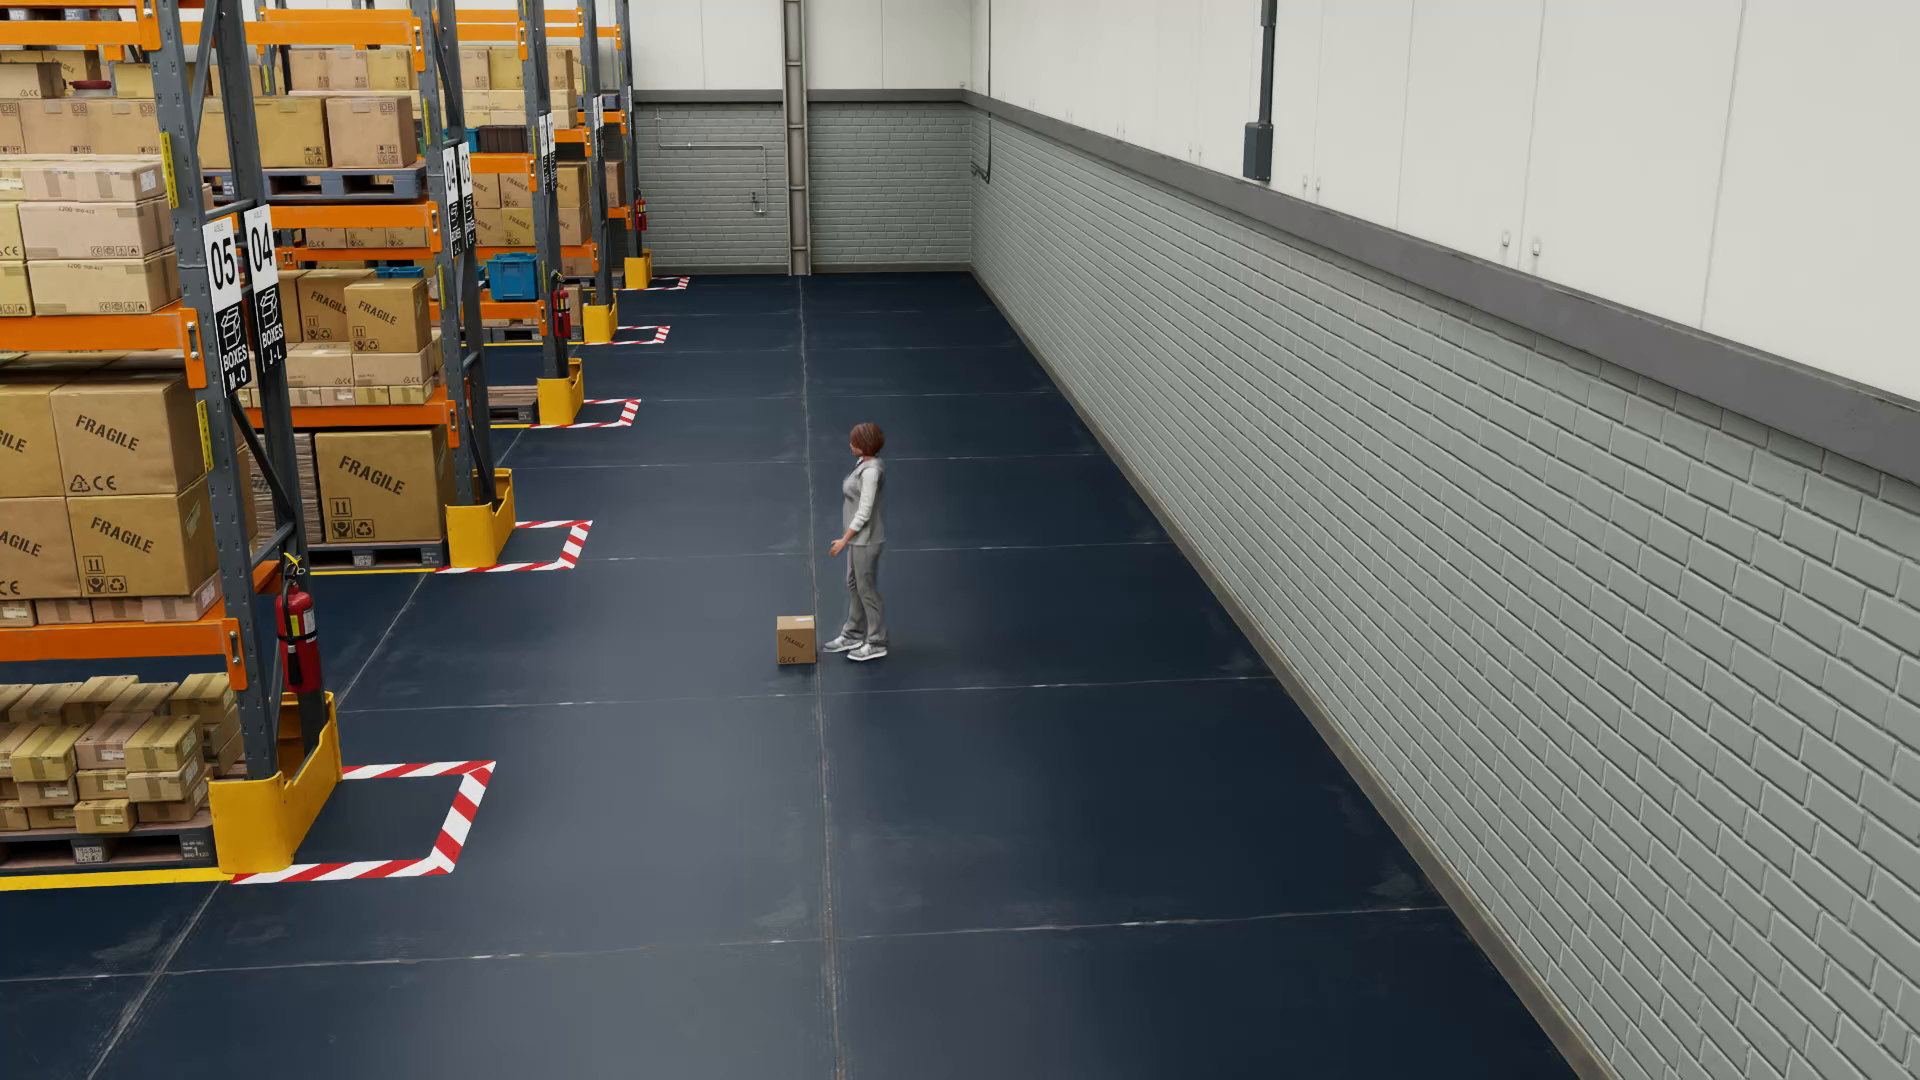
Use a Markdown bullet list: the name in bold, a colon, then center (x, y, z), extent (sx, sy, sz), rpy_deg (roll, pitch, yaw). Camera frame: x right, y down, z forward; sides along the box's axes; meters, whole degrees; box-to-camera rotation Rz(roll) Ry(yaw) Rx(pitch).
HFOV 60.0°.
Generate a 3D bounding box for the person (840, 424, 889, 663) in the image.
- **person**: center (-0.645, 0.018, 11.011), extent (0.330, 1.604, 0.417), rpy_deg (-1, 17, -5)
